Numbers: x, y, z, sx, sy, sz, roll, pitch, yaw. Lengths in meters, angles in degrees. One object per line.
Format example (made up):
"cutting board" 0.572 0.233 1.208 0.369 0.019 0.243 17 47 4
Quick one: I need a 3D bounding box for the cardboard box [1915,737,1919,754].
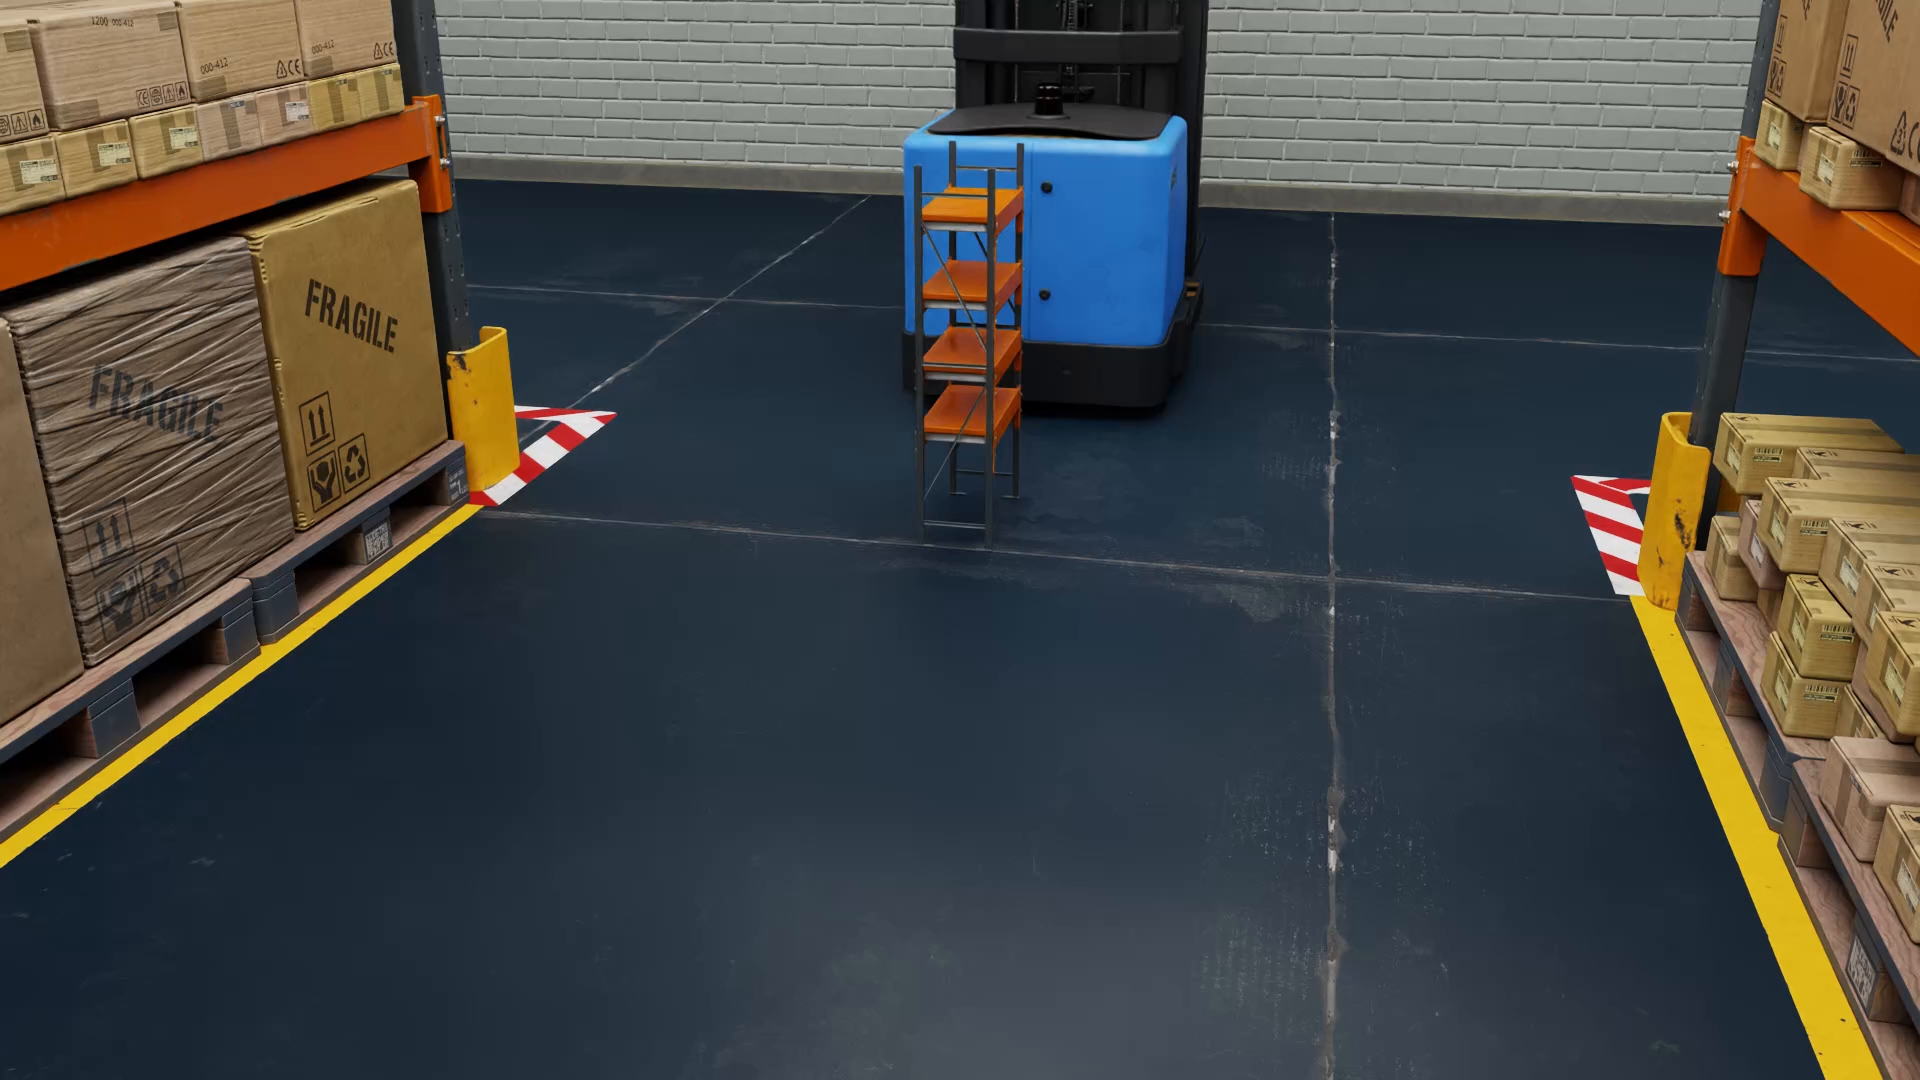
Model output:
"cardboard box" 2.076 0.412 3.172 0.380 0.149 0.250 6 23 14

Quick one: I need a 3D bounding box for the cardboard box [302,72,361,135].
"cardboard box" -1.994 -1.282 4.859 0.380 0.149 0.250 5 22 11

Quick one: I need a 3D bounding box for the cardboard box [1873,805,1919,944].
"cardboard box" 1.920 0.627 3.035 0.380 0.149 0.250 4 22 11

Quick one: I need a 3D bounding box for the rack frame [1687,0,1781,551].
"rack frame" 2.643 -1.234 4.403 1.000 3.000 0.127 4 22 11

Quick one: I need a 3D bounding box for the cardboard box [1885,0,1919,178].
"cardboard box" 2.084 -0.900 3.040 0.500 0.500 0.500 5 22 12

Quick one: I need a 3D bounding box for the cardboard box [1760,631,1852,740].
"cardboard box" 2.046 0.339 3.751 0.380 0.149 0.250 5 22 12

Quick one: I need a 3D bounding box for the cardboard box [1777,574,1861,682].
"cardboard box" 2.052 0.205 3.685 0.380 0.149 0.250 5 23 13

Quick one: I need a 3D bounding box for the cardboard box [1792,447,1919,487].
"cardboard box" 2.265 -0.107 4.062 0.380 0.149 0.250 5 22 12

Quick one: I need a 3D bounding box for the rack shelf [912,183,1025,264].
"rack shelf" 0.034 -0.982 5.133 0.258 0.148 0.480 4 22 11

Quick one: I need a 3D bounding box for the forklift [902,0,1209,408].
"forklift" 0.571 -2.390 7.366 1.130 2.935 3.031 4 22 11

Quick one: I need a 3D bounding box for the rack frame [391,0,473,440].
"rack frame" -2.192 -1.649 5.434 1.000 3.000 0.127 4 22 11

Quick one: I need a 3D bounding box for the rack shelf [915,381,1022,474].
"rack shelf" 0.034 -0.371 5.379 0.258 0.148 0.480 4 22 11

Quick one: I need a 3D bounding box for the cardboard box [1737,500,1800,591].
"cardboard box" 2.173 0.023 4.137 0.380 0.149 0.250 4 22 11

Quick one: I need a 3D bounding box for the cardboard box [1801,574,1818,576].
"cardboard box" 2.210 0.119 3.898 0.380 0.149 0.250 5 22 12

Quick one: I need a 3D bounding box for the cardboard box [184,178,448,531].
"cardboard box" -2.244 -0.618 5.156 0.875 0.875 0.875 4 22 11

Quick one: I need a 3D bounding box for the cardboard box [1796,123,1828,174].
"cardboard box" 2.244 -0.928 3.979 0.380 0.149 0.250 5 23 13

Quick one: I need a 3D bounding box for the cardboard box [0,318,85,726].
"cardboard box" -2.612 0.040 3.521 0.875 0.875 0.875 4 22 11

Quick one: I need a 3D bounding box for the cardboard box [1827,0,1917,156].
"cardboard box" 2.196 -1.078 3.483 0.500 0.500 0.500 5 22 11

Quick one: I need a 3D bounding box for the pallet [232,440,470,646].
"pallet" -2.279 -0.058 5.214 1.003 0.211 1.213 4 22 11

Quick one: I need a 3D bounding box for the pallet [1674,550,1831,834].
"pallet" 2.427 0.381 4.124 1.003 0.211 1.213 4 22 11

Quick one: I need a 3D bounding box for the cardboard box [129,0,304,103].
"cardboard box" -2.135 -1.335 4.456 0.500 0.250 0.500 4 22 10

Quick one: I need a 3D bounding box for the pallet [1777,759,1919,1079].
"pallet" 2.176 0.826 3.020 1.003 0.211 1.213 4 22 11

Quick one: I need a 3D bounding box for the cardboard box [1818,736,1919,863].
"cardboard box" 1.951 0.524 3.291 0.380 0.149 0.250 3 22 8

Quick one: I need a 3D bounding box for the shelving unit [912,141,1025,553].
"shelving unit" 0.034 -0.617 5.280 0.258 1.200 0.503 4 22 11

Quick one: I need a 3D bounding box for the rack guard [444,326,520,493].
"rack guard" -2.187 -0.499 5.923 1.175 0.500 0.348 4 22 11

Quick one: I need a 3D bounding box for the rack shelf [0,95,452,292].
"rack shelf" -2.600 -0.584 3.752 1.077 0.370 4.000 4 22 11

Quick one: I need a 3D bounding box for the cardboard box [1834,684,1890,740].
"cardboard box" 2.087 0.439 3.501 0.380 0.149 0.250 5 22 11

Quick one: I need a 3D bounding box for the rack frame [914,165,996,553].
"rack frame" -0.016 -0.528 5.058 0.240 1.200 0.015 4 22 11

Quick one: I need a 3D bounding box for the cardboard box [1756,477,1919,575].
"cardboard box" 2.088 -0.025 3.857 0.380 0.149 0.250 4 22 11

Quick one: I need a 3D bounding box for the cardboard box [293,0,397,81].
"cardboard box" -2.031 -1.520 4.916 0.500 0.250 0.500 4 22 10

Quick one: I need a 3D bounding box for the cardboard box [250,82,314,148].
"cardboard box" -2.046 -1.190 4.630 0.380 0.149 0.250 5 22 11

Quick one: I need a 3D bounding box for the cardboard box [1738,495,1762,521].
"cardboard box" 2.285 -0.073 4.375 0.380 0.149 0.250 5 23 13

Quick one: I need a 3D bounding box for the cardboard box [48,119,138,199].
"cardboard box" -2.202 -0.909 3.932 0.380 0.149 0.250 5 22 11

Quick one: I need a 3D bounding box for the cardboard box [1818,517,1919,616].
"cardboard box" 2.118 0.072 3.616 0.380 0.149 0.250 3 22 8

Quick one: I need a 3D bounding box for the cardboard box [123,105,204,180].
"cardboard box" -2.149 -1.004 4.167 0.380 0.149 0.250 4 22 10

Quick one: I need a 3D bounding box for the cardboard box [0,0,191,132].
"cardboard box" -2.239 -1.149 3.993 0.500 0.250 0.500 4 22 9

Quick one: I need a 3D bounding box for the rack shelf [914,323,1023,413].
"rack shelf" 0.034 -0.555 5.305 0.258 0.148 0.480 4 22 11

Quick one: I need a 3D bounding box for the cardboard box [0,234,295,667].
"cardboard box" -2.430 -0.286 4.330 0.875 0.875 0.875 4 22 11

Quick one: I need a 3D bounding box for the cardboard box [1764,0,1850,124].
"cardboard box" 2.281 -1.276 3.974 0.500 0.500 0.500 6 23 13

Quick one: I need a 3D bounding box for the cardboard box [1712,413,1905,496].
"cardboard box" 2.203 -0.217 4.335 0.380 0.149 0.250 3 22 8

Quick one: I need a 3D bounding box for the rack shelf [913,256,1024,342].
"rack shelf" 0.034 -0.762 5.221 0.258 0.148 0.480 4 22 11

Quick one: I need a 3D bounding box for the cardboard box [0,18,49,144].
"cardboard box" -2.341 -0.958 3.520 0.500 0.250 0.500 4 22 11

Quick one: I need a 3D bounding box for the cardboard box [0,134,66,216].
"cardboard box" -2.255 -0.819 3.707 0.380 0.149 0.250 5 22 12

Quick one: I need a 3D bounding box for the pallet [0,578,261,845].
"pallet" -2.530 0.387 4.109 1.003 0.211 1.213 4 22 11

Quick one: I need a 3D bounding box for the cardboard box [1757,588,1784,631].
"cardboard box" 2.249 0.162 4.189 0.380 0.149 0.250 4 22 11

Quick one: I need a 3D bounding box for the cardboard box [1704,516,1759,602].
"cardboard box" 2.223 0.060 4.442 0.380 0.149 0.250 5 22 12

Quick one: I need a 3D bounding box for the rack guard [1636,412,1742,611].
"rack guard" 2.627 -0.047 4.801 1.175 0.500 0.348 4 22 11

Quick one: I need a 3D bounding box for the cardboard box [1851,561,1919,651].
"cardboard box" 2.053 0.173 3.366 0.380 0.149 0.250 5 23 13

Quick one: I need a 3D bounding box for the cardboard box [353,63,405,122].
"cardboard box" -1.942 -1.378 5.095 0.380 0.149 0.250 5 22 12

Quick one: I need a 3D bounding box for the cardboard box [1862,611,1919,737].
"cardboard box" 1.954 0.266 3.136 0.380 0.149 0.250 5 22 12

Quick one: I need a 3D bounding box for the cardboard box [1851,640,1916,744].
"cardboard box" 2.090 0.309 3.426 0.380 0.149 0.250 3 22 8

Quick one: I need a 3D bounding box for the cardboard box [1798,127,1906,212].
"cardboard box" 2.137 -0.834 3.745 0.380 0.149 0.250 4 22 9

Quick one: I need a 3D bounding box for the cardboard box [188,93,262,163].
"cardboard box" -2.098 -1.099 4.403 0.380 0.149 0.250 5 22 12

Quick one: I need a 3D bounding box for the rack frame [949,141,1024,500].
"rack frame" 0.084 -0.706 5.501 0.240 1.200 0.015 4 22 11

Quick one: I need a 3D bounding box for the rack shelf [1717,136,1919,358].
"rack shelf" 2.235 -0.169 2.722 1.077 0.370 4.000 4 22 11

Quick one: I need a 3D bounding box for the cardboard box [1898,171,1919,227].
"cardboard box" 2.218 -0.729 3.484 0.380 0.149 0.250 6 23 13

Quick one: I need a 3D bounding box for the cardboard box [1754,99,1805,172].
"cardboard box" 2.256 -1.024 4.218 0.380 0.149 0.250 4 22 10
